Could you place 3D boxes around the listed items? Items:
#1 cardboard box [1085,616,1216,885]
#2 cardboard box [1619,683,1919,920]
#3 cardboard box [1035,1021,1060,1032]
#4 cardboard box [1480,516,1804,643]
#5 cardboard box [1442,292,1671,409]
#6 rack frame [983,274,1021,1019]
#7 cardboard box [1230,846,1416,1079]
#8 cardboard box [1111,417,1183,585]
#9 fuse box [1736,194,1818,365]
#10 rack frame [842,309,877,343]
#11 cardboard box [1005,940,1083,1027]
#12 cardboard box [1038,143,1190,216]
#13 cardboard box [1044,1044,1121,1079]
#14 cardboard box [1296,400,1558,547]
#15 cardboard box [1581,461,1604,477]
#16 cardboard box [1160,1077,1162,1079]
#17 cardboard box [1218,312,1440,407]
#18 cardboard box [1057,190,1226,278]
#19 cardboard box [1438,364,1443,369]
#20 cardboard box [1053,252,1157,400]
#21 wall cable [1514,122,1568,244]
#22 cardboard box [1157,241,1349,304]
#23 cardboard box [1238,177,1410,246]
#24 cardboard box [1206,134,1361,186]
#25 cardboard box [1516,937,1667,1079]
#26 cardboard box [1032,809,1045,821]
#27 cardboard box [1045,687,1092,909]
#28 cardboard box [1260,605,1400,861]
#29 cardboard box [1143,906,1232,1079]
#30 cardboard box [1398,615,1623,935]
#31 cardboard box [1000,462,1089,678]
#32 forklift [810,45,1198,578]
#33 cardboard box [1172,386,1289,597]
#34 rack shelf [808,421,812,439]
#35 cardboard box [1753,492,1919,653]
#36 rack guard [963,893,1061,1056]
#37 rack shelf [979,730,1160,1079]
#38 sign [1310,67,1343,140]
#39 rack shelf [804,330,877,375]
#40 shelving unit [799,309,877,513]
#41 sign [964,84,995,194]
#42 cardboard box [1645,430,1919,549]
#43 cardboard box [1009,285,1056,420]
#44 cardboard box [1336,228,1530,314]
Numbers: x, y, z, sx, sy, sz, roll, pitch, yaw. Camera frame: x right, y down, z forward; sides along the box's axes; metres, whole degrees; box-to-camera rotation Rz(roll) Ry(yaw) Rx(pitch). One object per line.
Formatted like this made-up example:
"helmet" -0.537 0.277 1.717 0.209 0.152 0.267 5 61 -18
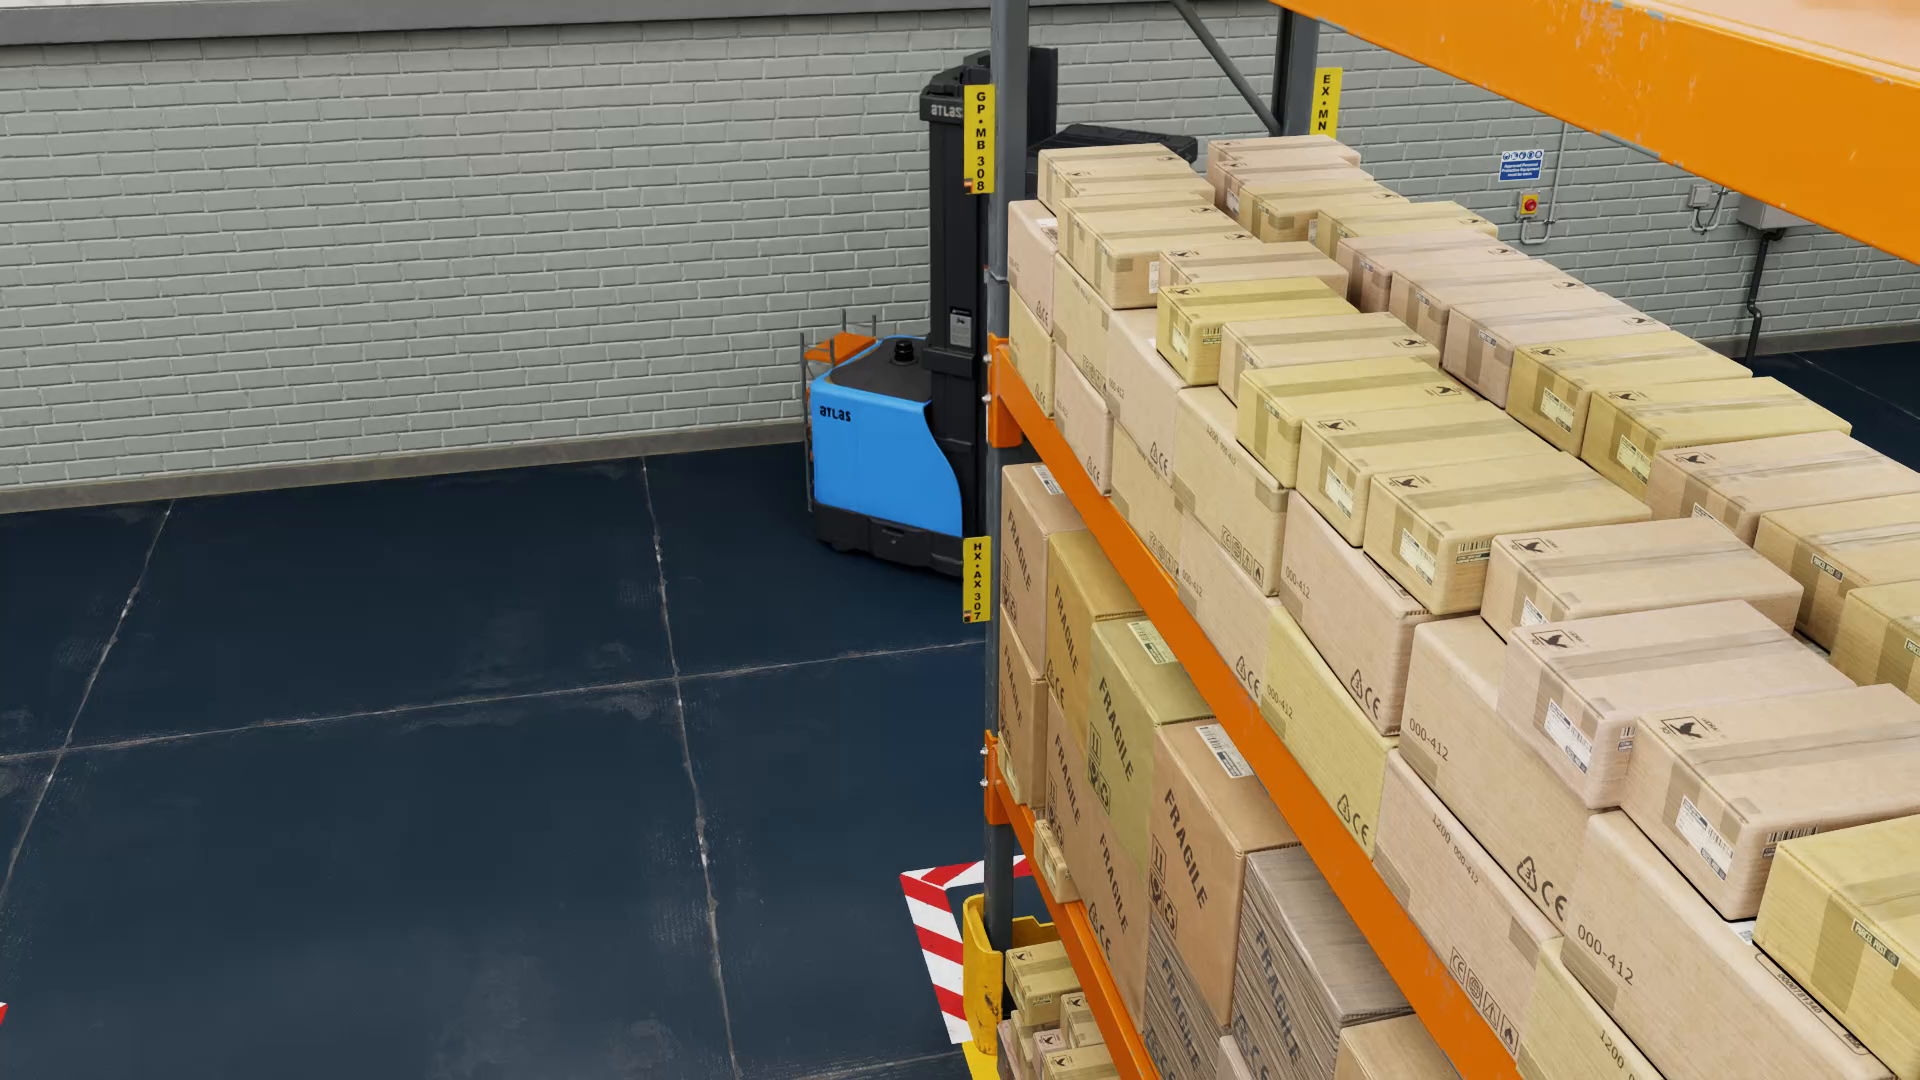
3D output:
"cardboard box" 0.648 0.520 4.341 0.500 0.500 0.500 -7 28 -13
"cardboard box" 1.085 0.326 2.116 0.380 0.149 0.250 -5 27 -10
"cardboard box" 0.458 1.676 5.968 0.380 0.149 0.250 -5 27 -9
"cardboard box" 1.045 0.096 2.572 0.380 0.149 0.250 -5 27 -10
"cardboard box" 1.277 -0.412 3.577 0.380 0.149 0.250 -7 28 -13
"rack frame" 0.590 0.468 5.994 1.000 3.000 0.127 -6 27 -12
"cardboard box" 0.899 0.969 3.451 0.500 0.500 0.500 -5 27 -10
"cardboard box" 0.686 -0.125 4.006 0.500 0.250 0.500 -7 28 -13
"fuse box" 6.176 -2.126 12.564 0.539 1.711 0.414 -6 27 -12
"rack frame" -0.631 -0.888 10.677 0.240 1.200 0.015 14 30 25
"cardboard box" 0.377 1.552 5.884 0.380 0.149 0.250 -7 28 -14
"cardboard box" 0.441 -1.040 4.822 0.380 0.149 0.250 -6 27 -12
"cardboard box" 0.489 1.784 5.423 0.380 0.149 0.250 -6 27 -12
"cardboard box" 0.838 -0.124 3.007 0.380 0.149 0.250 -6 27 -12
"cardboard box" 1.409 0.051 3.102 0.500 0.250 0.500 -5 27 -11
"cardboard box" 0.745 1.435 4.357 0.380 0.149 0.250 -5 27 -10
"cardboard box" 0.763 -0.355 3.465 0.380 0.149 0.250 -5 27 -10
"cardboard box" 0.471 -0.800 4.346 0.380 0.149 0.250 -6 27 -12
"cardboard box" 1.171 -0.402 3.999 0.500 0.250 0.500 -6 27 -11
"cardboard box" 0.555 -0.579 4.352 0.500 0.250 0.500 -6 27 -12
"wall cable" 4.097 -3.020 11.742 0.585 1.953 0.123 -6 27 -12
"cardboard box" 0.687 -0.591 3.932 0.380 0.149 0.250 -5 27 -10
"cardboard box" 0.970 -0.859 4.462 0.380 0.149 0.250 -7 28 -13
"cardboard box" 0.952 -1.089 4.920 0.380 0.149 0.250 -6 27 -12
"cardboard box" 1.118 0.764 2.246 0.500 0.250 0.500 -5 27 -10
"cardboard box" 0.442 0.863 5.490 0.380 0.149 0.250 -5 27 -10
"cardboard box" 0.568 0.748 4.998 0.500 0.500 0.500 -6 27 -11
"cardboard box" 0.902 0.320 3.124 0.500 0.250 0.500 -6 27 -12
"cardboard box" 0.787 1.187 4.128 0.500 0.500 0.500 -7 28 -13
"cardboard box" 1.034 0.322 2.566 0.500 0.250 0.500 -7 28 -14
"cardboard box" 0.433 0.068 5.236 0.500 0.500 0.500 -6 27 -12
"forklift" 0.649 -1.151 9.277 3.031 2.935 1.130 14 30 25
"cardboard box" 0.772 -0.134 3.470 0.500 0.250 0.500 -7 28 -14
"rack shelf" -0.747 -0.731 10.515 0.258 0.148 0.480 14 30 25
"cardboard box" 1.507 0.052 2.658 0.380 0.149 0.250 -7 28 -13
"rack guard" 0.607 1.617 6.491 1.175 0.500 0.348 -6 27 -12
"rack shelf" 1.041 1.667 4.417 1.077 0.370 4.000 -6 27 -12
"sign" 1.136 -1.314 5.213 0.100 0.325 0.005 -6 27 -12
"rack shelf" -0.748 -1.142 10.308 0.258 0.148 0.480 14 30 25
"shelving unit" -0.747 -0.791 10.485 0.258 1.200 0.503 14 30 25
"sign" 0.062 -1.206 5.012 0.100 0.325 0.005 -6 27 -12
"cardboard box" 1.429 -0.059 2.879 0.380 0.149 0.250 -7 28 -13
"cardboard box" 0.442 -0.581 4.910 0.500 0.250 0.500 -5 27 -10
"cardboard box" 1.134 -0.636 4.022 0.380 0.149 0.250 -7 28 -13
